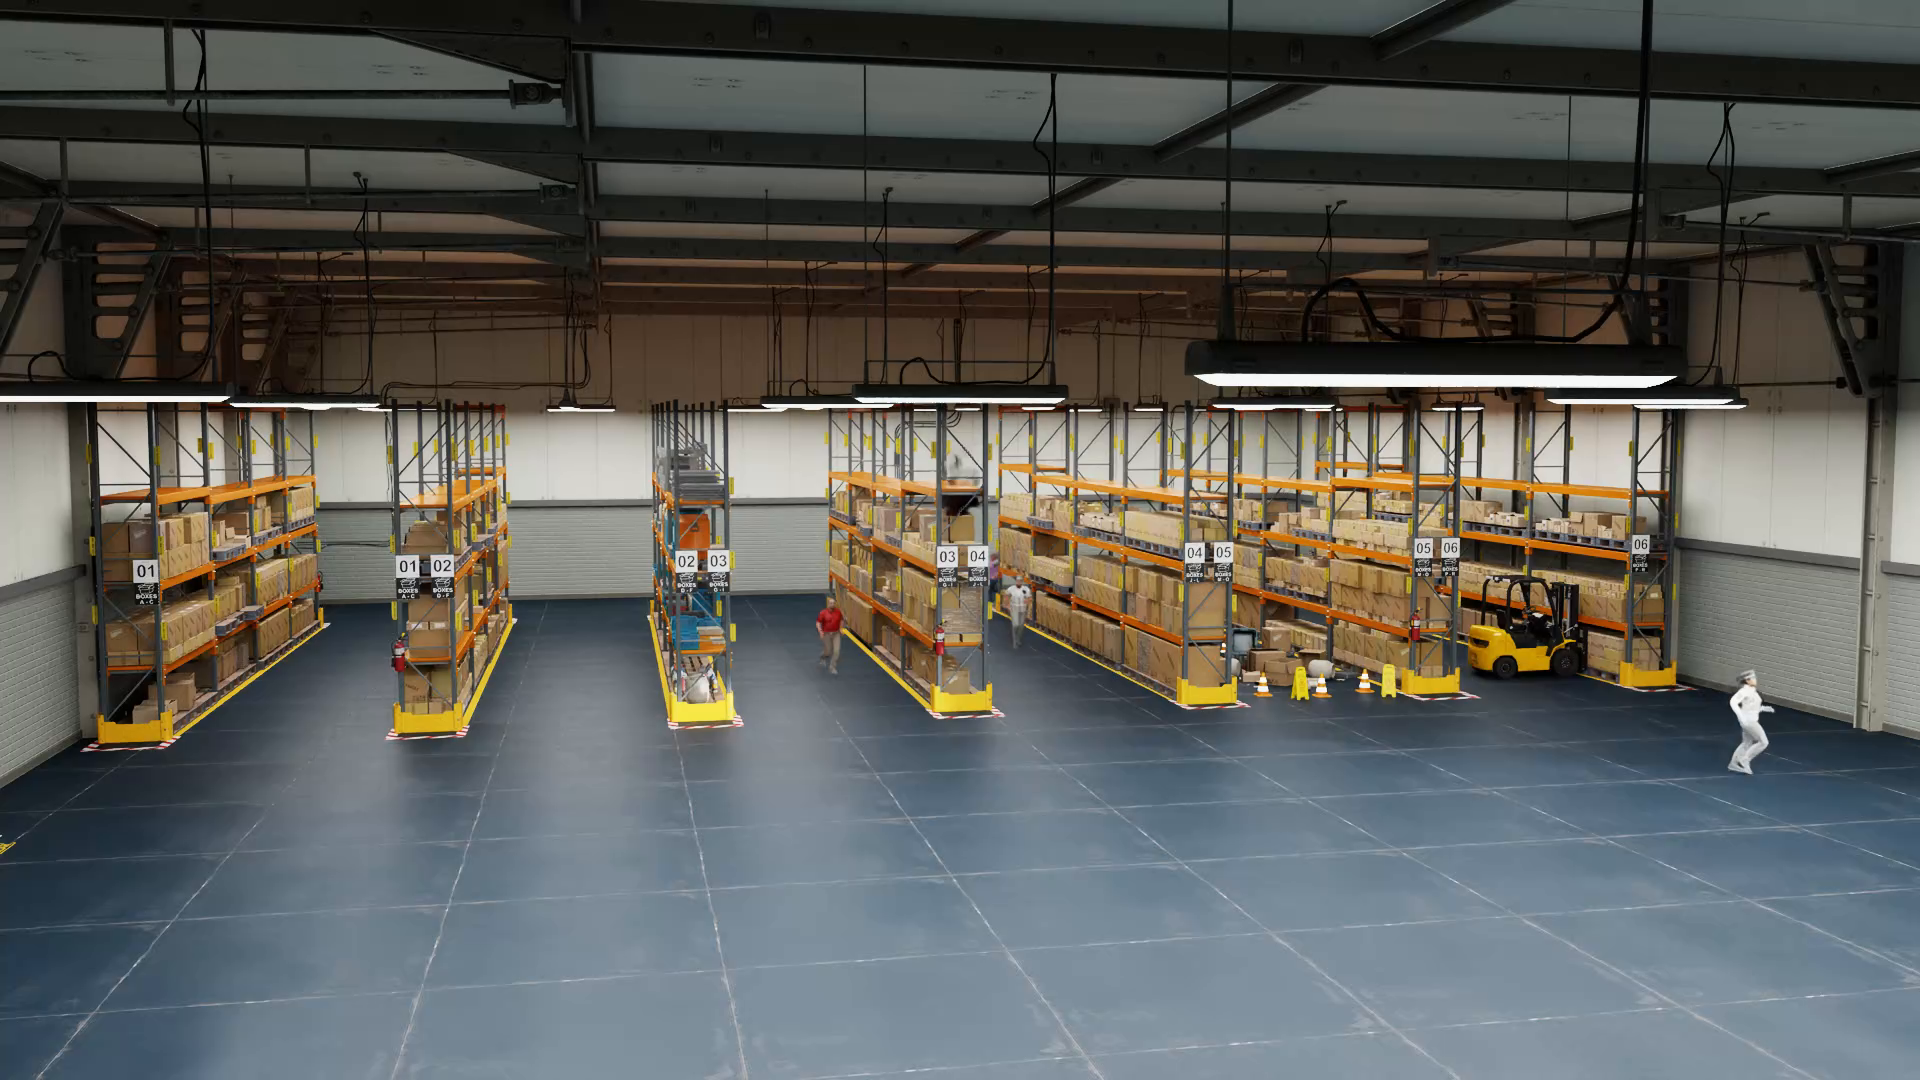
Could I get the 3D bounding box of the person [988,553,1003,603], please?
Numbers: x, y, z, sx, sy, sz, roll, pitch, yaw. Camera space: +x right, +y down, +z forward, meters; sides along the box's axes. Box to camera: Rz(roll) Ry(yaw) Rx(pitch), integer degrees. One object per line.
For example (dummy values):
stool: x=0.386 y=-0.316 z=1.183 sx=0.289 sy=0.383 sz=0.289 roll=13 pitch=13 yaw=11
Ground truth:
person: x=1.093 y=1.136 z=49.798 sx=0.616 sy=1.496 sz=0.598 roll=-2 pitch=5 yaw=-20

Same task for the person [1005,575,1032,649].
person: x=1.457 y=1.764 z=40.936 sx=0.645 sy=1.842 sz=0.799 roll=-1 pitch=4 yaw=-9

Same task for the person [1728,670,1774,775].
person: x=12.578 y=2.886 z=26.398 sx=0.613 sy=1.670 sz=0.593 roll=3 pitch=5 yaw=32

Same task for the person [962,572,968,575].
person: x=0.218 y=1.381 z=46.622 sx=0.581 sy=1.627 sz=0.964 roll=-1 pitch=4 yaw=-12

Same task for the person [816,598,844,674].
person: x=-2.877 y=2.153 z=36.858 sx=0.650 sy=1.607 sz=0.652 roll=-2 pitch=5 yaw=-22
